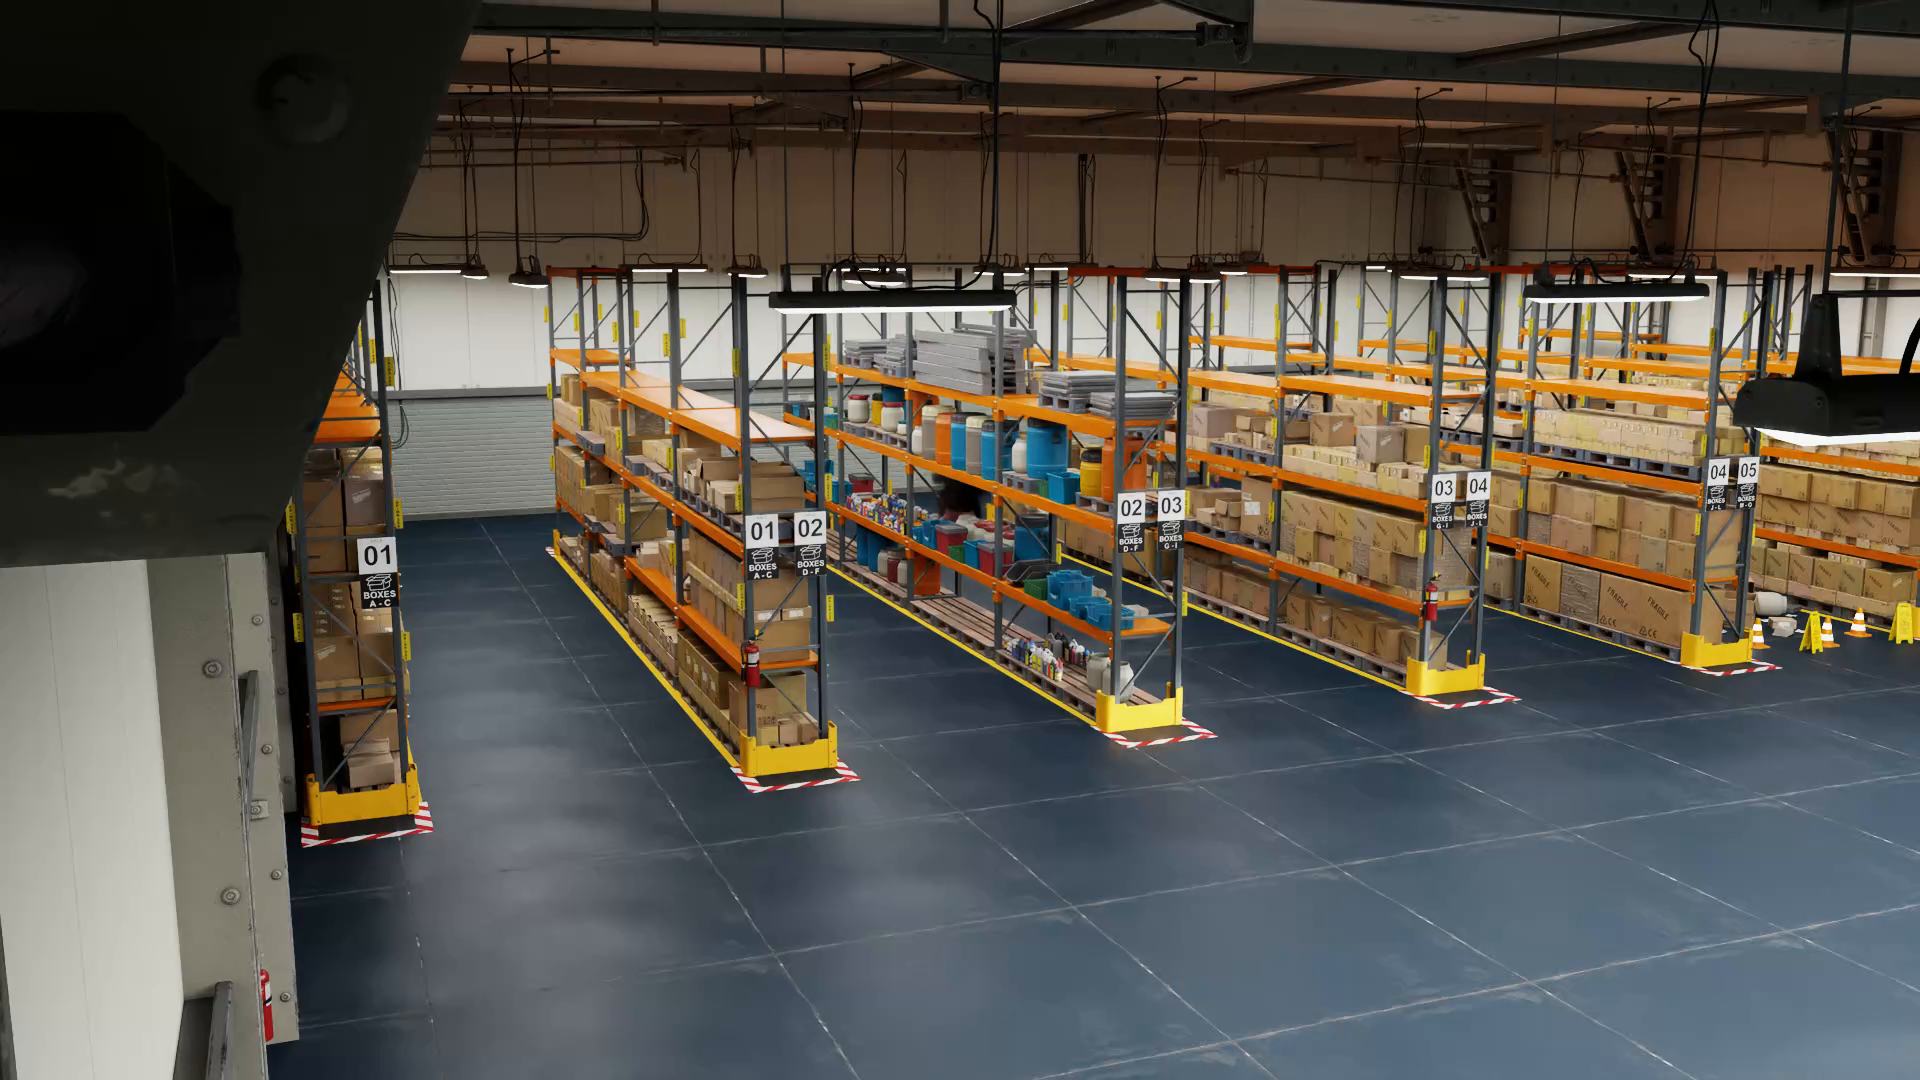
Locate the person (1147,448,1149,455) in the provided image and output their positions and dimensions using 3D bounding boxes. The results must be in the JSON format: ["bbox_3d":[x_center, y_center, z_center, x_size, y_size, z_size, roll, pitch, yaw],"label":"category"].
[{"bbox_3d":[4.480,-1.466,40.414,0.613,1.643,0.568,6,12,32],"label":"person"}]

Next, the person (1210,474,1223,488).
[{"bbox_3d":[5.450,-0.622,35.645,0.582,1.618,0.578,-5,11,-26],"label":"person"}]

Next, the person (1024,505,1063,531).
[{"bbox_3d":[1.590,-0.135,30.417,0.678,1.816,0.869,-6,12,-33],"label":"person"}]
